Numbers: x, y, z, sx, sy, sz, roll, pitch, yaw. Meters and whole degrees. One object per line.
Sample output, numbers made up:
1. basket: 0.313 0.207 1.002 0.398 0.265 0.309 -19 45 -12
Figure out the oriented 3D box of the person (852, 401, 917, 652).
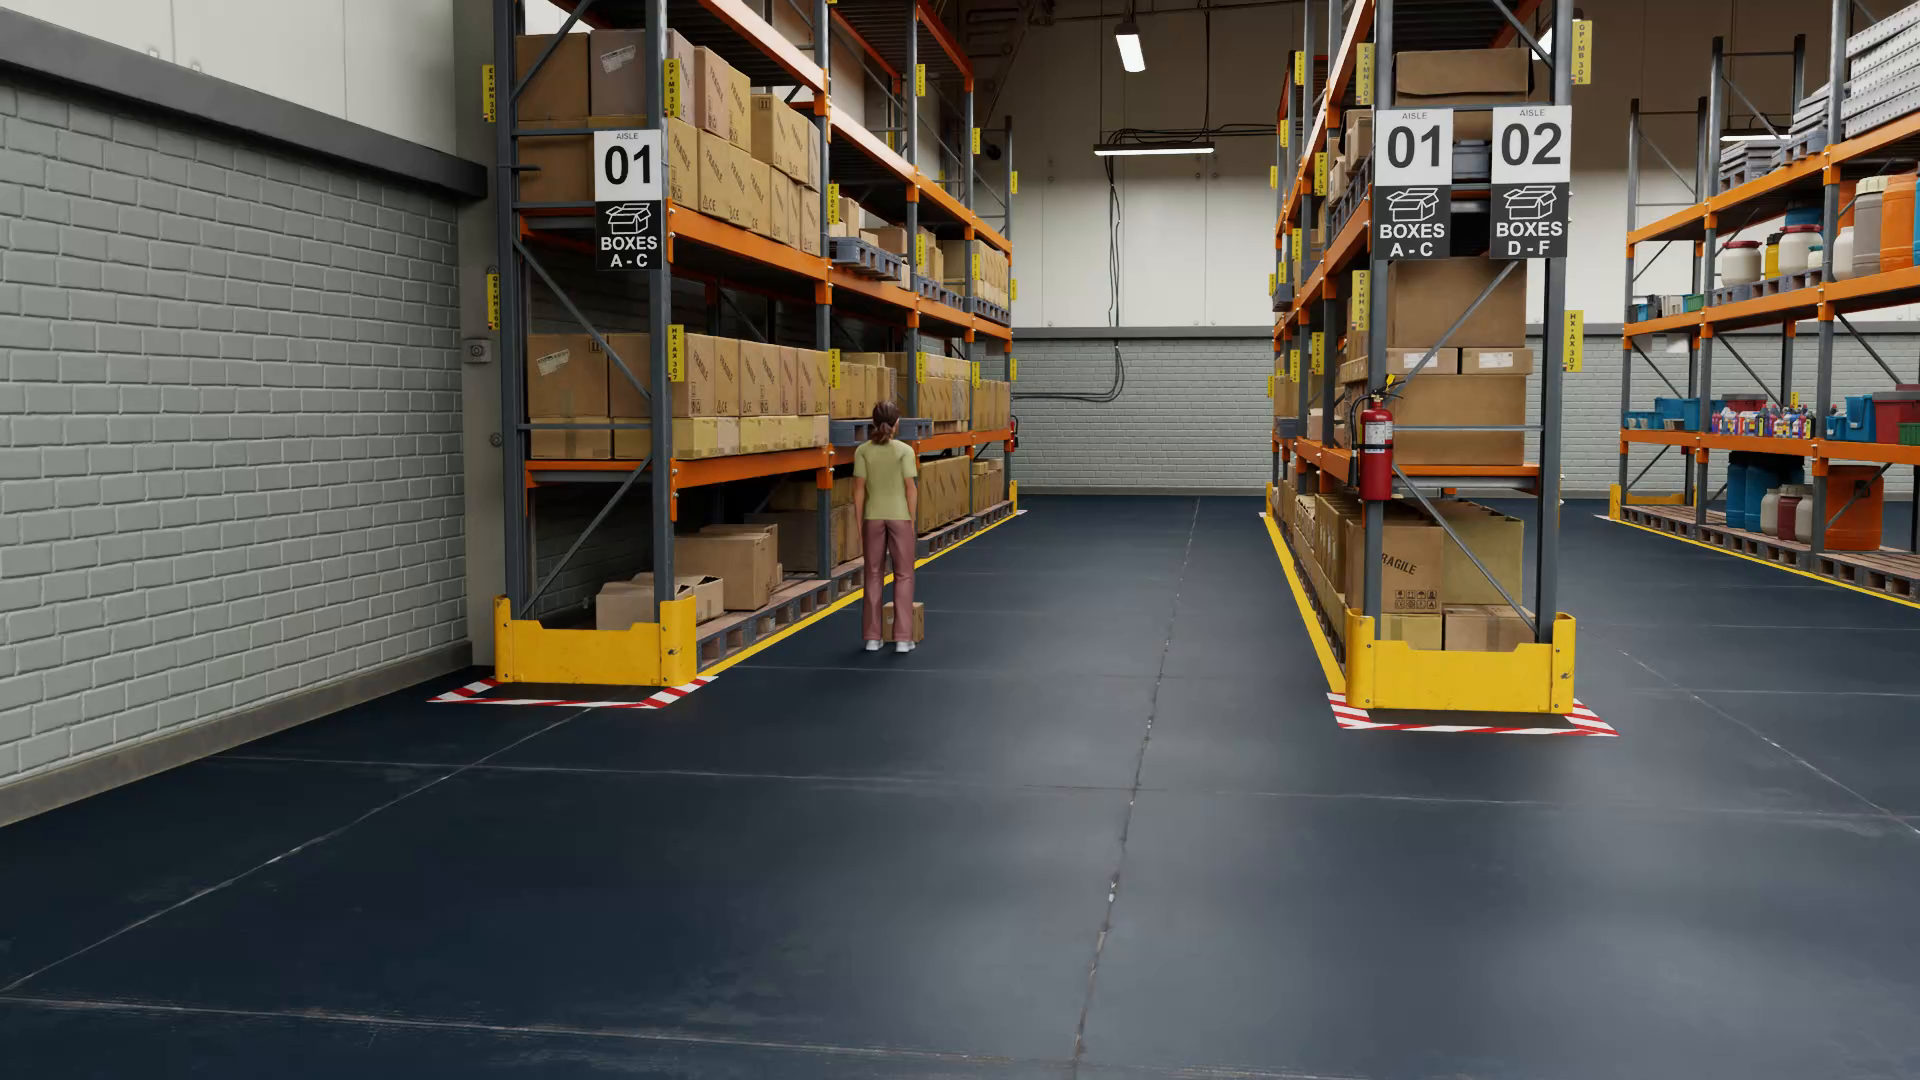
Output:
1. person: -0.491 -0.093 11.080 0.439 1.668 0.363 1 5 10
